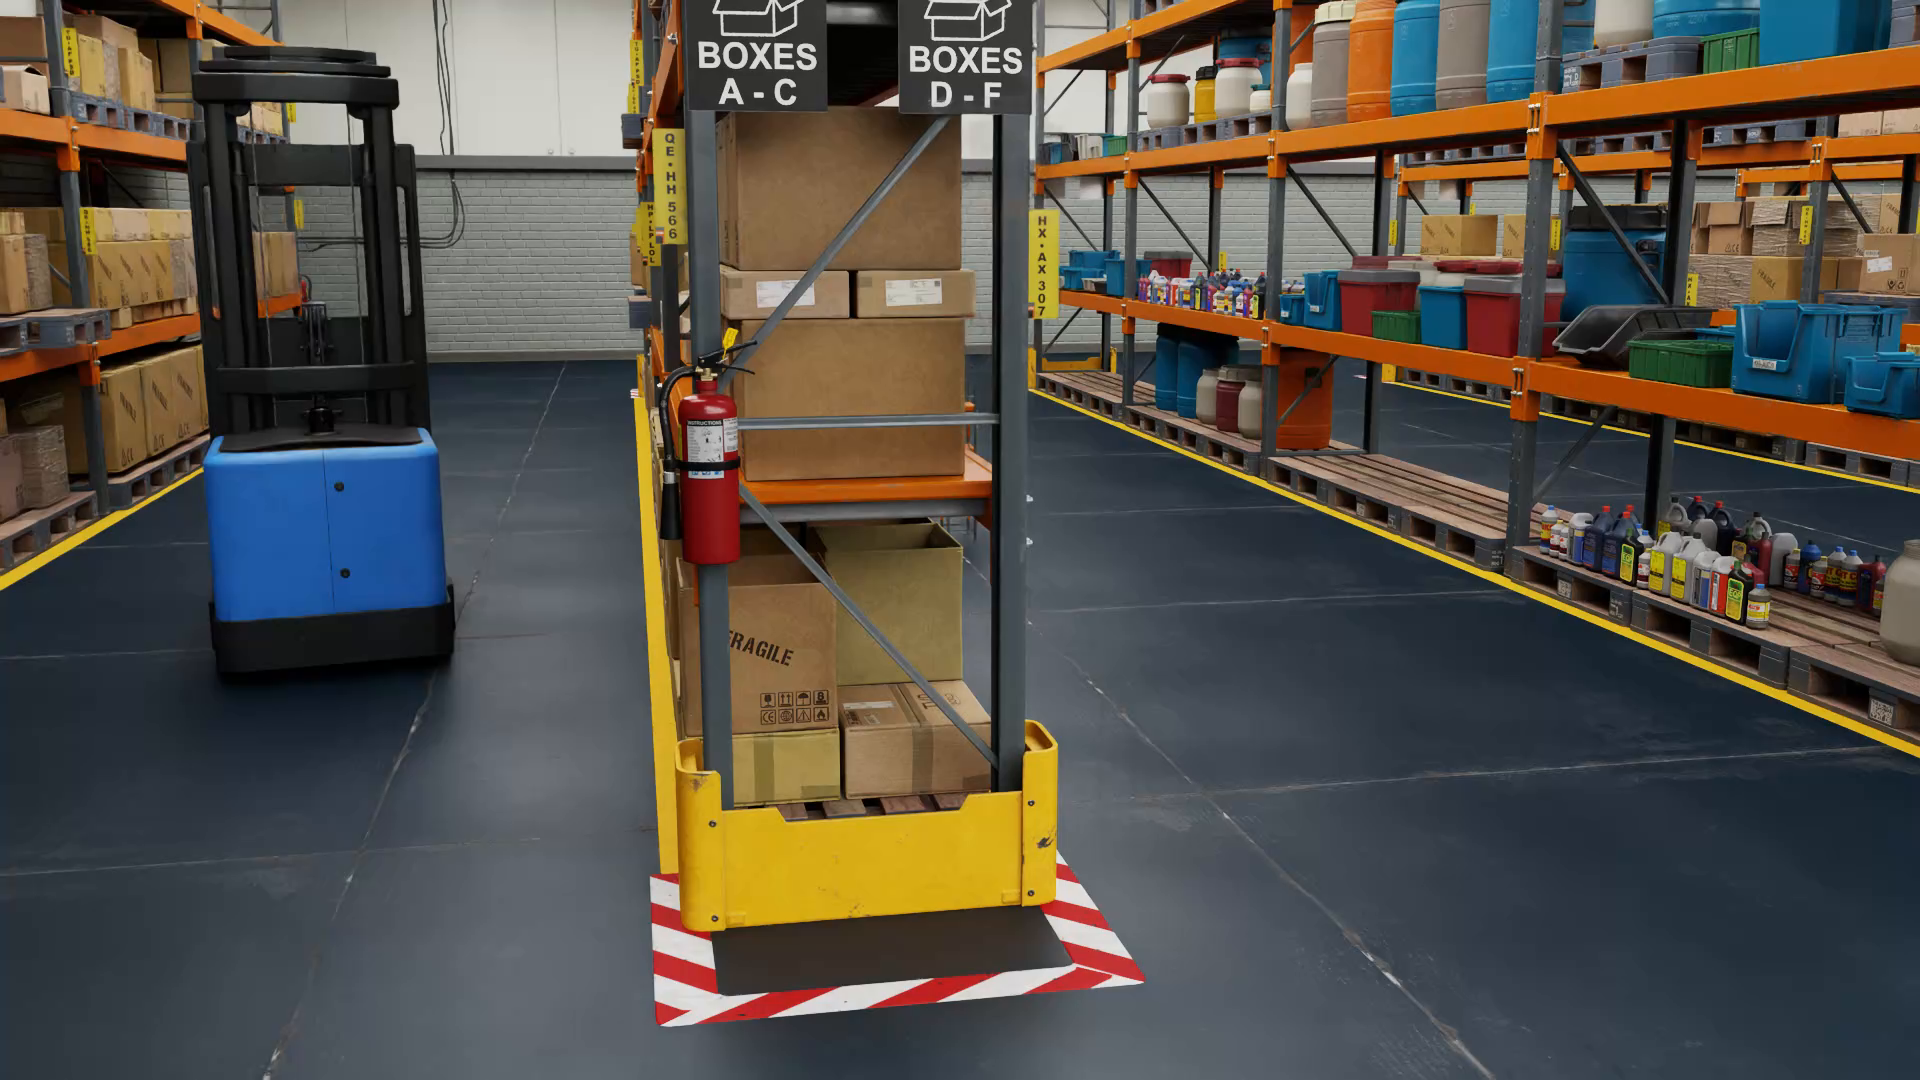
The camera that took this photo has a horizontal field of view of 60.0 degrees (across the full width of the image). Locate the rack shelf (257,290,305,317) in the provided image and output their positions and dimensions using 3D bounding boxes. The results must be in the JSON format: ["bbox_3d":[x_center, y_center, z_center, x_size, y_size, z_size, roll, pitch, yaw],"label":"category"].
[{"bbox_3d":[-7.877,-2.383,17.619,1.077,0.370,4.000,-2,11,-11],"label":"rack shelf"}]

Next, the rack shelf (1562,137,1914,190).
[{"bbox_3d":[7.477,-3.664,16.324,1.077,0.370,4.000,-2,11,-11],"label":"rack shelf"}]

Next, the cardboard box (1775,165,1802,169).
[{"bbox_3d":[11.129,-5.017,21.913,0.500,0.250,0.500,-2,11,-9],"label":"cardboard box"}]

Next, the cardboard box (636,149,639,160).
[{"bbox_3d":[-3.374,-4.397,18.653,0.500,0.250,0.500,-2,11,-11],"label":"cardboard box"}]

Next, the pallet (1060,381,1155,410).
[{"bbox_3d":[1.808,-1.718,19.658,1.003,0.211,1.213,-2,11,-11],"label":"pallet"}]

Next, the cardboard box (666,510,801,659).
[{"bbox_3d":[-0.901,0.156,6.580,0.500,0.500,0.500,-2,11,-11],"label":"cardboard box"}]

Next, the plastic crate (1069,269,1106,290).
[{"bbox_3d":[1.491,-3.057,19.523,0.416,0.233,0.300,-2,11,-11],"label":"plastic crate"}]

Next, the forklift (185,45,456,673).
[{"bbox_3d":[-3.441,-1.054,8.895,1.130,2.935,3.031,-4,12,-20],"label":"forklift"}]

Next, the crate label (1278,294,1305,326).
[{"bbox_3d":[2.722,-1.823,13.201,0.303,0.233,0.416,-2,11,-11],"label":"crate label"}]

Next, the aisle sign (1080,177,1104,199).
[{"bbox_3d":[1.725,-4.765,21.254,0.394,0.787,0.004,-2,11,-11],"label":"aisle sign"}]

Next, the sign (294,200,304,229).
[{"bbox_3d":[-7.731,-3.806,19.439,0.100,0.325,0.005,-2,11,-11],"label":"sign"}]

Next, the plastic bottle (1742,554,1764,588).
[{"bbox_3d":[3.858,0.217,8.122,0.061,0.283,0.133,-2,11,-11],"label":"plastic bottle"}]

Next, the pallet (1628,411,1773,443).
[{"bbox_3d":[7.552,-1.177,16.818,1.003,0.211,1.213,-2,11,-11],"label":"pallet"}]

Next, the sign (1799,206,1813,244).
[{"bbox_3d":[7.322,-2.725,14.392,0.100,0.325,0.005,-2,11,-11],"label":"sign"}]

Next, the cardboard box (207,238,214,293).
[{"bbox_3d":[-7.151,-2.499,15.189,0.500,0.500,0.500,-2,11,-12],"label":"cardboard box"}]

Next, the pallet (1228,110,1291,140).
[{"bbox_3d":[2.954,-3.521,14.156,1.003,0.211,1.213,-2,11,-11],"label":"pallet"}]

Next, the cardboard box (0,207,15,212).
[{"bbox_3d":[-7.053,-2.283,12.049,0.500,0.250,0.500,-2,11,-9],"label":"cardboard box"}]

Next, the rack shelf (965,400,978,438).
[{"bbox_3d":[-0.010,-0.794,11.099,0.215,0.259,0.240,-2,11,-11],"label":"rack shelf"}]

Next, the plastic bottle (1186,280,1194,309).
[{"bbox_3d":[2.186,-2.316,15.684,0.097,0.271,0.097,0,11,0],"label":"plastic bottle"}]

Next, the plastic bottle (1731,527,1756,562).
[{"bbox_3d":[4.198,0.066,8.916,0.061,0.283,0.133,-2,11,-11],"label":"plastic bottle"}]

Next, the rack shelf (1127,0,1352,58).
[{"bbox_3d":[2.618,-4.760,15.134,1.077,0.370,4.000,-2,11,-11],"label":"rack shelf"}]

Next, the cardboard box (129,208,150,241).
[{"bbox_3d":[-6.752,-2.492,13.147,0.500,0.250,0.500,-2,11,-11],"label":"cardboard box"}]

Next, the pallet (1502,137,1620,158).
[{"bbox_3d":[6.939,-4.491,18.982,1.003,0.211,1.213,-2,11,-11],"label":"pallet"}]

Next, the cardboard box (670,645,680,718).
[{"bbox_3d":[-0.898,0.524,6.651,0.500,0.250,0.500,-2,11,-11],"label":"cardboard box"}]

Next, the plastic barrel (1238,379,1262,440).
[{"bbox_3d":[2.698,-1.170,14.852,0.421,0.512,0.421,0,11,0],"label":"plastic barrel"}]

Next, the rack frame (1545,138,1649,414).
[{"bbox_3d":[7.088,-2.910,18.464,1.000,3.000,0.127,-2,11,-11],"label":"rack frame"}]

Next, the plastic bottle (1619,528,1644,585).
[{"bbox_3d":[3.563,0.085,8.816,0.061,0.283,0.133,-2,11,-8],"label":"plastic bottle"}]

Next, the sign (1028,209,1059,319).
[{"bbox_3d":[0.249,-0.833,5.024,0.100,0.325,0.005,-2,11,-11],"label":"sign"}]

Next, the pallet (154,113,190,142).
[{"bbox_3d":[-7.262,-3.583,14.488,0.805,0.209,1.217,-3,11,-13],"label":"pallet"}]

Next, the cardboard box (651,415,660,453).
[{"bbox_3d":[-1.928,-0.745,11.820,0.500,0.311,0.500,-2,11,-12],"label":"cardboard box"}]

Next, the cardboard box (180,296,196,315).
[{"bbox_3d":[-6.958,-2.064,14.634,0.380,0.149,0.250,-2,11,-11],"label":"cardboard box"}]

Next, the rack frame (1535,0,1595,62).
[{"bbox_3d":[3.785,-4.210,9.248,1.000,3.000,0.127,-2,11,-11],"label":"rack frame"}]

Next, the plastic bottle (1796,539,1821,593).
[{"bbox_3d":[4.391,0.133,8.597,0.097,0.271,0.097,0,11,0],"label":"plastic bottle"}]

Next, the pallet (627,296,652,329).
[{"bbox_3d":[-2.053,-1.844,13.378,1.213,0.211,1.003,-2,11,-11],"label":"pallet"}]

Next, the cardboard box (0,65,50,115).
[{"bbox_3d":[-6.306,-2.954,10.854,0.500,0.311,0.500,-2,11,-11],"label":"cardboard box"}]

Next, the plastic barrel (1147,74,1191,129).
[{"bbox_3d":[2.086,-4.371,16.630,0.433,0.535,0.433,0,11,0],"label":"plastic barrel"}]

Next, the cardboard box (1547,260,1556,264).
[{"bbox_3d":[6.744,-3.054,18.826,0.500,0.250,0.500,-2,11,-12],"label":"cardboard box"}]

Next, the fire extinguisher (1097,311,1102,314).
[{"bbox_3d":[1.868,-3.287,21.646,0.296,0.674,0.183,-2,11,-11],"label":"fire extinguisher"}]

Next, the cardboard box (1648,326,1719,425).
[{"bbox_3d":[7.586,-1.630,16.298,1.225,0.875,0.875,-2,11,-11],"label":"cardboard box"}]

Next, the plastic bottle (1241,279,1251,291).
[{"bbox_3d":[2.745,-2.372,15.979,0.097,0.271,0.097,0,11,0],"label":"plastic bottle"}]

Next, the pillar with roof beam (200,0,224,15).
[{"bbox_3d":[-5.417,-6.671,22.177,9.100,9.000,0.400,-2,11,-11],"label":"pillar with roof beam"}]

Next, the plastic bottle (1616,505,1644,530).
[{"bbox_3d":[3.677,-0.020,9.186,0.144,0.351,0.185,-2,11,-11],"label":"plastic bottle"}]

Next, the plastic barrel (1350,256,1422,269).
[{"bbox_3d":[3.395,-1.989,13.261,0.600,0.536,0.708,-2,11,-11],"label":"plastic barrel"}]

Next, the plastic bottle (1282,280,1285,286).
[{"bbox_3d":[2.971,-2.281,15.490,0.152,0.276,0.135,-2,11,-11],"label":"plastic bottle"}]

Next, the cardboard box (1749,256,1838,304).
[{"bbox_3d":[7.527,-2.307,15.028,0.500,0.500,0.500,-2,11,-9],"label":"cardboard box"}]

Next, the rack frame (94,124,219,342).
[{"bbox_3d":[-7.488,-2.370,15.625,1.000,3.000,0.127,-2,11,-11],"label":"rack frame"}]

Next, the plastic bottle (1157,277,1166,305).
[{"bbox_3d":[2.013,-2.479,16.541,0.097,0.271,0.097,0,11,0],"label":"plastic bottle"}]

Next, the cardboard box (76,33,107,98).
[{"bbox_3d":[-7.111,-3.659,12.932,0.700,0.500,0.500,-2,11,-8],"label":"cardboard box"}]

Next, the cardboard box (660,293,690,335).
[{"bbox_3d":[-1.868,-1.602,11.830,0.500,0.311,0.500,-2,11,-12],"label":"cardboard box"}]

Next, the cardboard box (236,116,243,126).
[{"bbox_3d":[-7.449,-4.255,16.520,0.500,0.250,0.500,-2,11,-12],"label":"cardboard box"}]

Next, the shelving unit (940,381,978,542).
[{"bbox_3d":[-0.010,-0.526,11.150,0.215,1.050,0.252,-2,11,-11],"label":"shelving unit"}]

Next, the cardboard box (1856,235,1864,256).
[{"bbox_3d":[11.406,-3.532,20.669,0.500,0.500,0.500,-2,11,-11],"label":"cardboard box"}]

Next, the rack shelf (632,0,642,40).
[{"bbox_3d":[-2.241,-4.581,14.191,1.077,0.370,4.000,-2,11,-11],"label":"rack shelf"}]

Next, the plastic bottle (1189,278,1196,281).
[{"bbox_3d":[2.275,-2.406,16.147,0.152,0.276,0.135,-2,11,-11],"label":"plastic bottle"}]

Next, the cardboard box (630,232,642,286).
[{"bbox_3d":[-2.757,-2.711,16.027,0.700,0.500,0.500,-6,12,-30],"label":"cardboard box"}]

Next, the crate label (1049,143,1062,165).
[{"bbox_3d":[1.314,-4.683,20.155,0.408,0.251,0.502,-2,11,-11],"label":"crate label"}]
